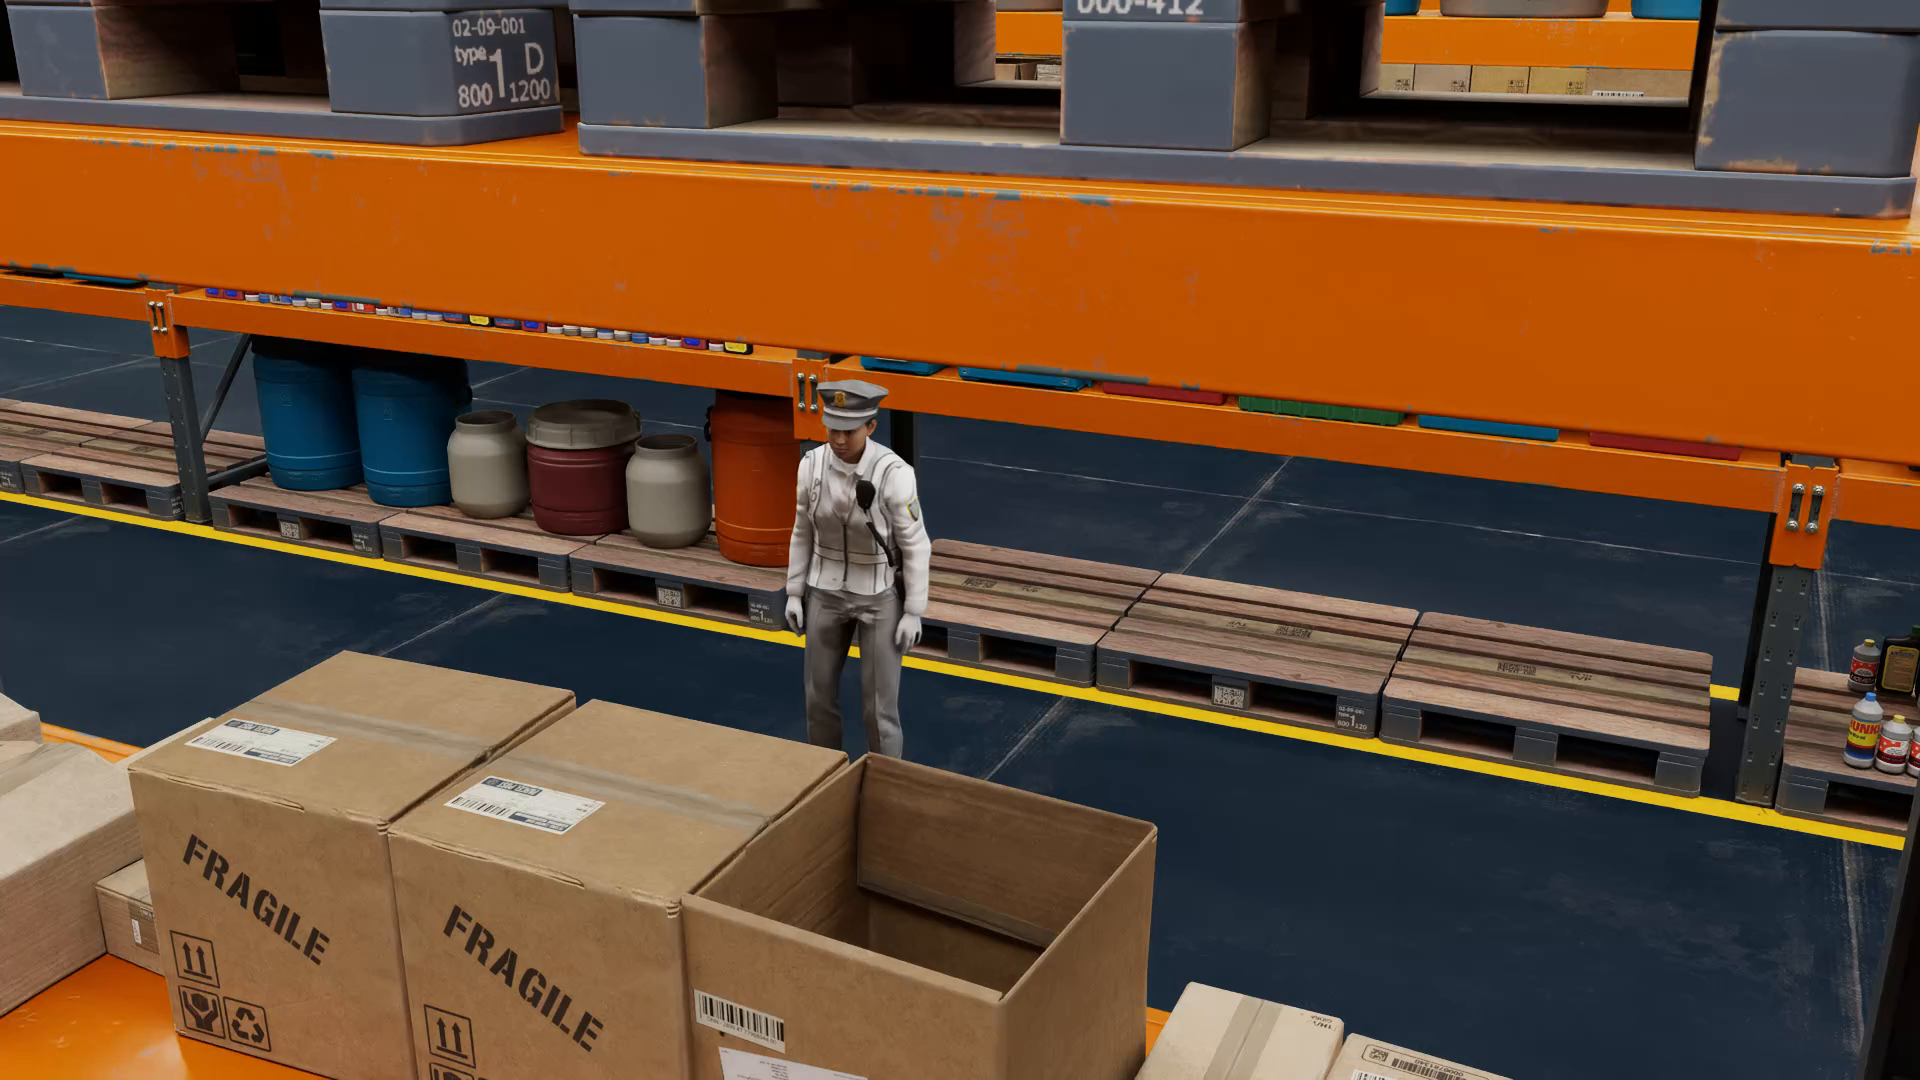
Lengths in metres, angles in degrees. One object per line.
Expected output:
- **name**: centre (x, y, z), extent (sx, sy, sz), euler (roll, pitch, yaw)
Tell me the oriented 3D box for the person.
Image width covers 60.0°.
- **person**: centre (-0.371, 0.232, 5.894), extent (0.542, 1.662, 0.376), euler (7, 20, 19)
